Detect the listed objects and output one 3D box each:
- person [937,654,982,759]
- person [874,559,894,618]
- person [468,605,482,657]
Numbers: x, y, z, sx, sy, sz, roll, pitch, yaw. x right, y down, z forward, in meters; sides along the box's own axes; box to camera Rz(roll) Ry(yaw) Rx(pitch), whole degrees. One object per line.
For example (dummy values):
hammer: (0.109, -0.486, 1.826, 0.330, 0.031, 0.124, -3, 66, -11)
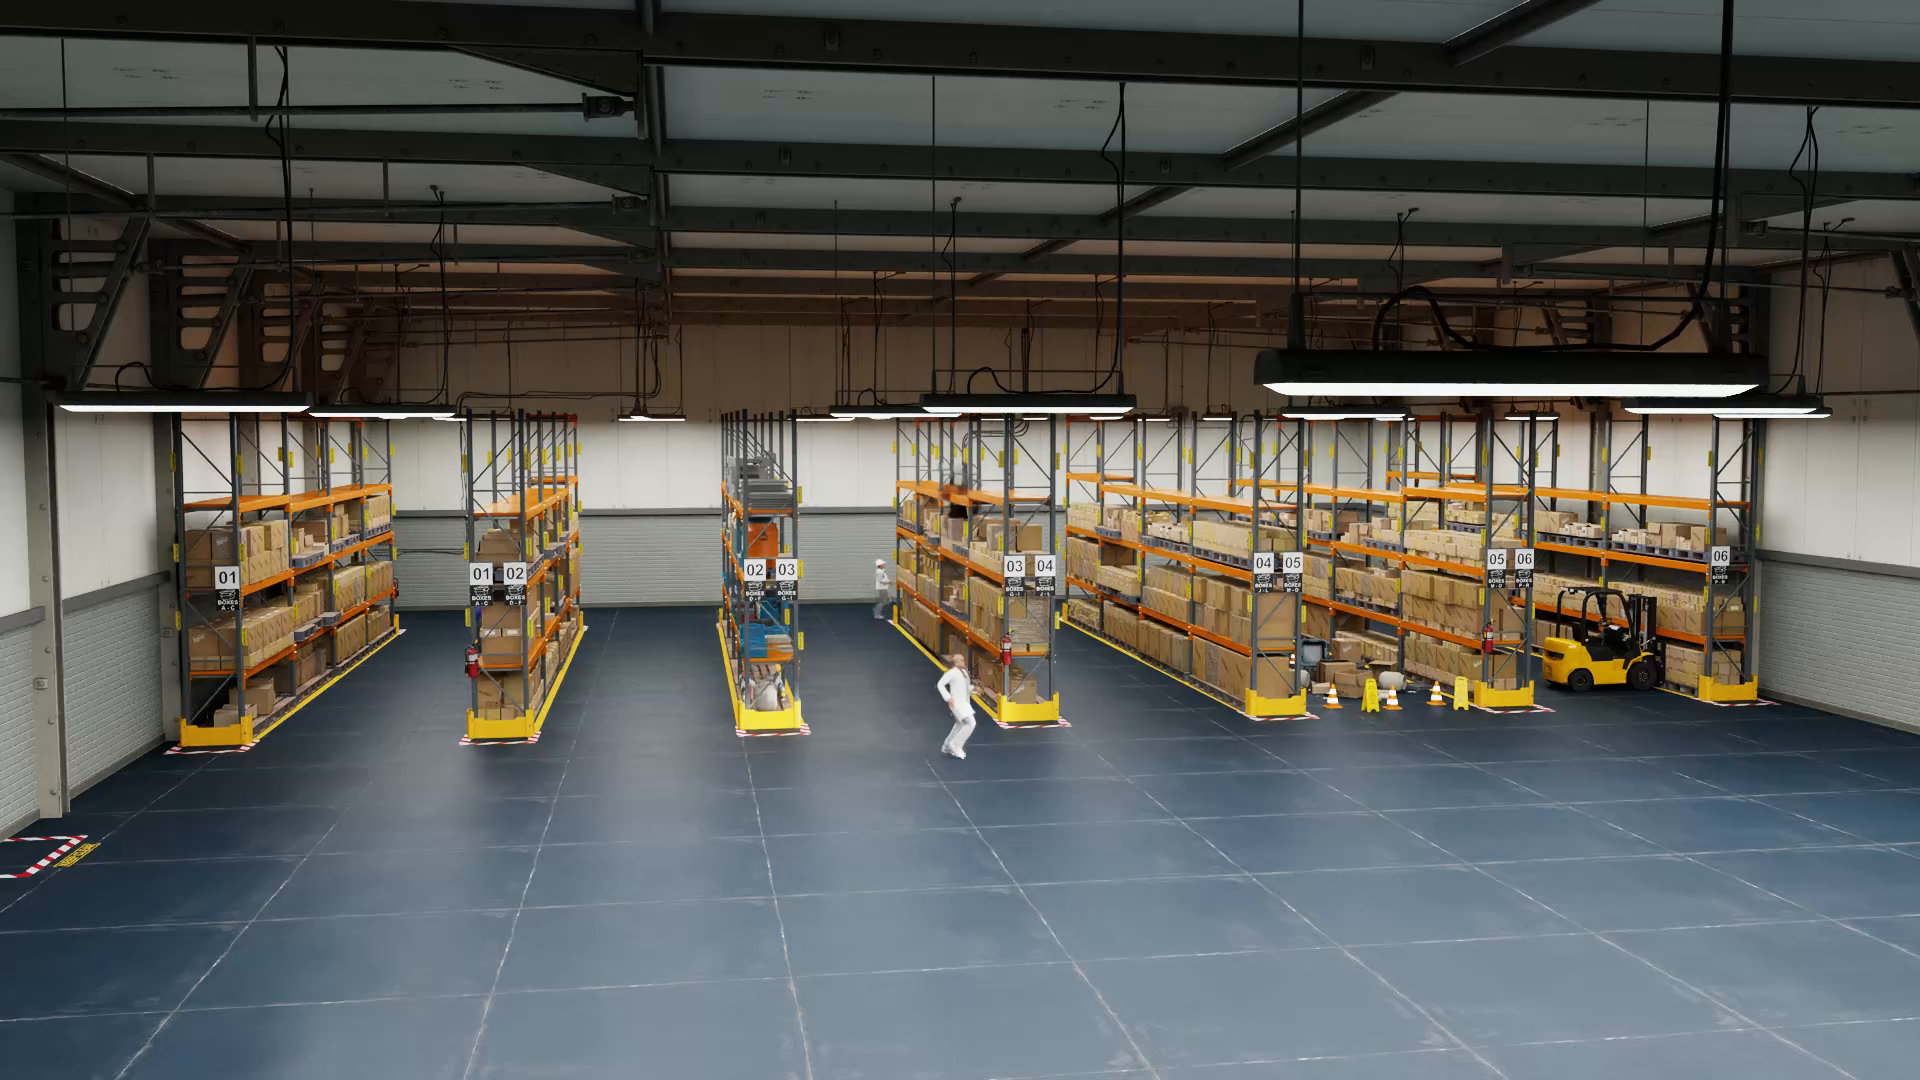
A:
person: (0.026, 2.849, 28.504, 0.735, 1.776, 0.685, 1, 4, 20)
person: (-2.237, 1.439, 48.876, 0.610, 1.743, 0.646, 0, 4, -1)
person: (-11.662, 2.092, 40.271, 0.604, 1.621, 0.546, 0, 4, -6)
